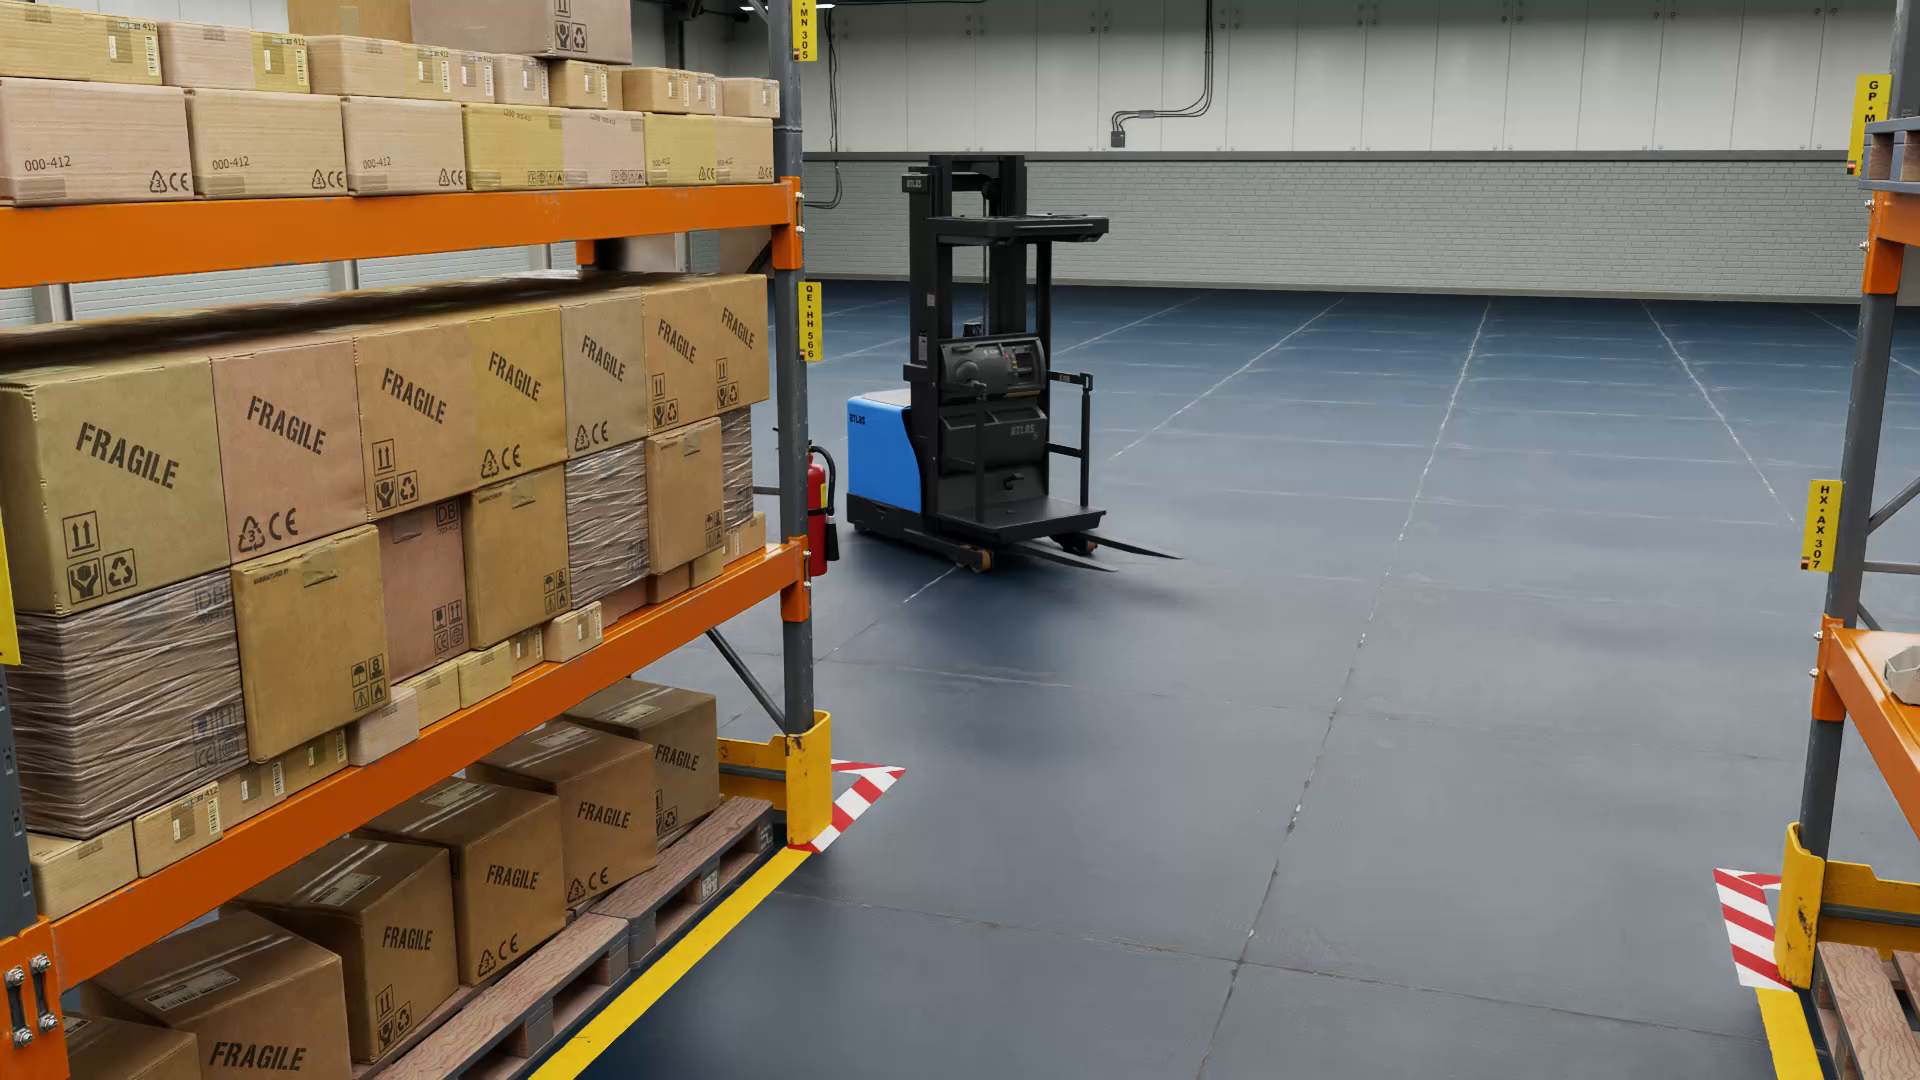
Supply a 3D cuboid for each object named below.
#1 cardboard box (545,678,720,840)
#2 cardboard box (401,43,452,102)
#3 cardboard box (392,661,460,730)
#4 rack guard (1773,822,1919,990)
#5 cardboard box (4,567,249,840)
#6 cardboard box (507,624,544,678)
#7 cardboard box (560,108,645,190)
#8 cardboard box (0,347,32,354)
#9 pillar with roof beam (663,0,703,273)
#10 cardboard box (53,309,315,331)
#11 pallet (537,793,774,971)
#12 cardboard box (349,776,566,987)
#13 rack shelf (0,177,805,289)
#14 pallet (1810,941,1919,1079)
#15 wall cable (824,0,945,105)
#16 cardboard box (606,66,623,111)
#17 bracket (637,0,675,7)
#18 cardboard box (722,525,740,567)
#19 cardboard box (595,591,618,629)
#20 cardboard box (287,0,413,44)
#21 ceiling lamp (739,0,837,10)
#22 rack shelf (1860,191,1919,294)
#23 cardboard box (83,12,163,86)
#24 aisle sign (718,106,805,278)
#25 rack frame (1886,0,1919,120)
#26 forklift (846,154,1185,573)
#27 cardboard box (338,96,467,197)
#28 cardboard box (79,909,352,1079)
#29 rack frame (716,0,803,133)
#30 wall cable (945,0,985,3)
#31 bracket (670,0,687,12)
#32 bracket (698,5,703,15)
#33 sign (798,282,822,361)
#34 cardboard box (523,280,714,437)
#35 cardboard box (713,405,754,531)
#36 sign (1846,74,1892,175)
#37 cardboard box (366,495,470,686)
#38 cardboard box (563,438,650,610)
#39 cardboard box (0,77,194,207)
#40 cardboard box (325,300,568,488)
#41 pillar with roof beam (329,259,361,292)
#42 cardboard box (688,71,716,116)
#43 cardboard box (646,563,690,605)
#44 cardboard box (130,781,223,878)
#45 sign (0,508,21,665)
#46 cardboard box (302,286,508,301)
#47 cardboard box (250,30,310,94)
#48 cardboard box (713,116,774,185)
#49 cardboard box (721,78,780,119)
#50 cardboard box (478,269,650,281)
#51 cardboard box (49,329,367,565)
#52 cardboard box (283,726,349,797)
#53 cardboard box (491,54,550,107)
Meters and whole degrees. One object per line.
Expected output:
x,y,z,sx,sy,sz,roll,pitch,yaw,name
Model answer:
-1.357,0.913,6.921,0.500,0.500,0.500,7,15,29,cardboard box
-1.651,-1.296,4.627,0.380,0.149,0.250,4,13,17,cardboard box
-1.698,0.445,4.863,0.380,0.149,0.250,4,14,18,cardboard box
3.567,1.363,5.891,1.175,0.500,0.348,4,14,18,rack guard
-2.230,0.327,3.922,0.875,0.500,0.500,4,14,18,cardboard box
-1.569,0.337,5.335,0.380,0.149,0.250,4,14,18,cardboard box
-1.388,-1.288,5.487,0.500,0.250,0.500,5,14,20,cardboard box
-2.549,-0.185,3.917,0.500,0.500,0.500,4,14,18,cardboard box
-2.512,-10.151,37.240,9.100,9.000,0.548,4,14,18,pillar with roof beam
-2.225,-0.396,4.840,0.500,0.500,0.500,4,14,18,cardboard box
-1.460,1.313,6.762,1.003,0.211,1.213,4,14,18,pallet
-1.739,1.172,5.787,0.500,0.500,0.500,6,14,24,cardboard box
-1.787,-0.922,5.162,1.077,0.370,4.000,4,14,18,rack shelf
3.299,1.675,5.176,1.003,0.211,1.213,4,14,18,pallet
-1.822,-11.740,39.829,3.097,2.526,0.112,4,14,18,wall cable
-1.371,-1.525,5.626,0.380,0.149,0.250,5,14,19,cardboard box
-7.218,-11.560,35.326,0.076,0.066,4.783,4,14,18,bracket
-1.118,0.019,6.730,0.380,0.149,0.250,4,14,18,cardboard box
-1.425,0.230,5.802,0.380,0.149,0.250,4,14,18,cardboard box
-1.875,-1.838,5.543,0.500,0.500,0.500,4,14,18,cardboard box
-3.342,-12.151,32.886,2.000,3.185,0.800,4,14,18,ceiling lamp
2.900,-0.565,3.599,1.077,0.370,4.000,4,14,18,rack shelf
-2.015,-1.080,3.679,0.380,0.149,0.250,4,13,16,cardboard box
-0.836,-1.490,6.934,0.394,0.787,0.004,4,14,18,aisle sign
3.547,-2.800,5.031,1.000,3.000,0.127,4,14,18,rack frame
0.378,-1.317,12.170,1.130,2.935,3.031,-9,16,-36,forklift
-1.709,-1.070,4.532,0.500,0.250,0.500,4,13,16,cardboard box
-2.088,1.422,4.689,0.500,0.500,0.500,10,16,36,cardboard box
-1.140,-3.156,6.593,1.000,3.000,0.127,4,14,18,rack frame
1.107,-13.734,38.346,3.097,2.526,0.112,4,14,18,wall cable
-6.384,-12.103,37.703,0.235,0.232,0.430,4,14,18,bracket
-6.116,-12.278,38.468,0.235,0.232,0.430,4,14,18,bracket
-0.621,-0.906,6.903,0.100,0.325,0.005,4,14,18,sign
-1.240,-0.673,6.057,0.500,0.500,0.500,4,14,18,cardboard box
-1.343,-0.311,6.718,0.875,0.500,0.500,4,14,18,cardboard box
3.028,-1.382,5.541,0.100,0.325,0.005,4,14,18,sign
-1.968,0.112,4.865,0.875,0.500,0.500,4,14,18,cardboard box
-1.594,-0.095,5.771,0.875,0.500,0.500,4,14,18,cardboard box
-2.046,-0.855,3.588,0.500,0.250,0.500,4,13,16,cardboard box
-1.574,-0.464,5.138,0.500,0.500,0.500,4,14,18,cardboard box
-6.395,-7.624,26.170,9.100,9.000,0.400,4,14,18,pillar with roof beam
-1.114,-1.622,6.054,0.380,0.149,0.250,4,13,16,cardboard box
-1.246,0.126,6.257,0.380,0.149,0.250,4,14,18,cardboard box
-1.986,0.658,3.929,0.380,0.149,0.250,4,14,18,cardboard box
-1.907,0.086,3.270,0.100,0.325,0.005,4,14,18,sign
-1.904,-0.606,5.763,0.500,0.500,0.500,4,14,18,cardboard box
-1.869,-1.190,4.163,0.380,0.149,0.250,5,14,20,cardboard box
-1.055,-1.501,6.419,0.500,0.250,0.500,5,14,20,cardboard box
-0.934,-1.734,6.545,0.380,0.149,0.250,4,14,18,cardboard box
-1.575,-0.816,6.684,0.500,0.500,0.500,4,14,18,cardboard box
-1.887,-0.252,4.212,0.500,0.500,0.500,4,14,18,cardboard box
-1.860,0.550,4.401,0.380,0.149,0.250,4,14,18,cardboard box
-1.495,-1.406,5.108,0.380,0.149,0.250,4,13,16,cardboard box
